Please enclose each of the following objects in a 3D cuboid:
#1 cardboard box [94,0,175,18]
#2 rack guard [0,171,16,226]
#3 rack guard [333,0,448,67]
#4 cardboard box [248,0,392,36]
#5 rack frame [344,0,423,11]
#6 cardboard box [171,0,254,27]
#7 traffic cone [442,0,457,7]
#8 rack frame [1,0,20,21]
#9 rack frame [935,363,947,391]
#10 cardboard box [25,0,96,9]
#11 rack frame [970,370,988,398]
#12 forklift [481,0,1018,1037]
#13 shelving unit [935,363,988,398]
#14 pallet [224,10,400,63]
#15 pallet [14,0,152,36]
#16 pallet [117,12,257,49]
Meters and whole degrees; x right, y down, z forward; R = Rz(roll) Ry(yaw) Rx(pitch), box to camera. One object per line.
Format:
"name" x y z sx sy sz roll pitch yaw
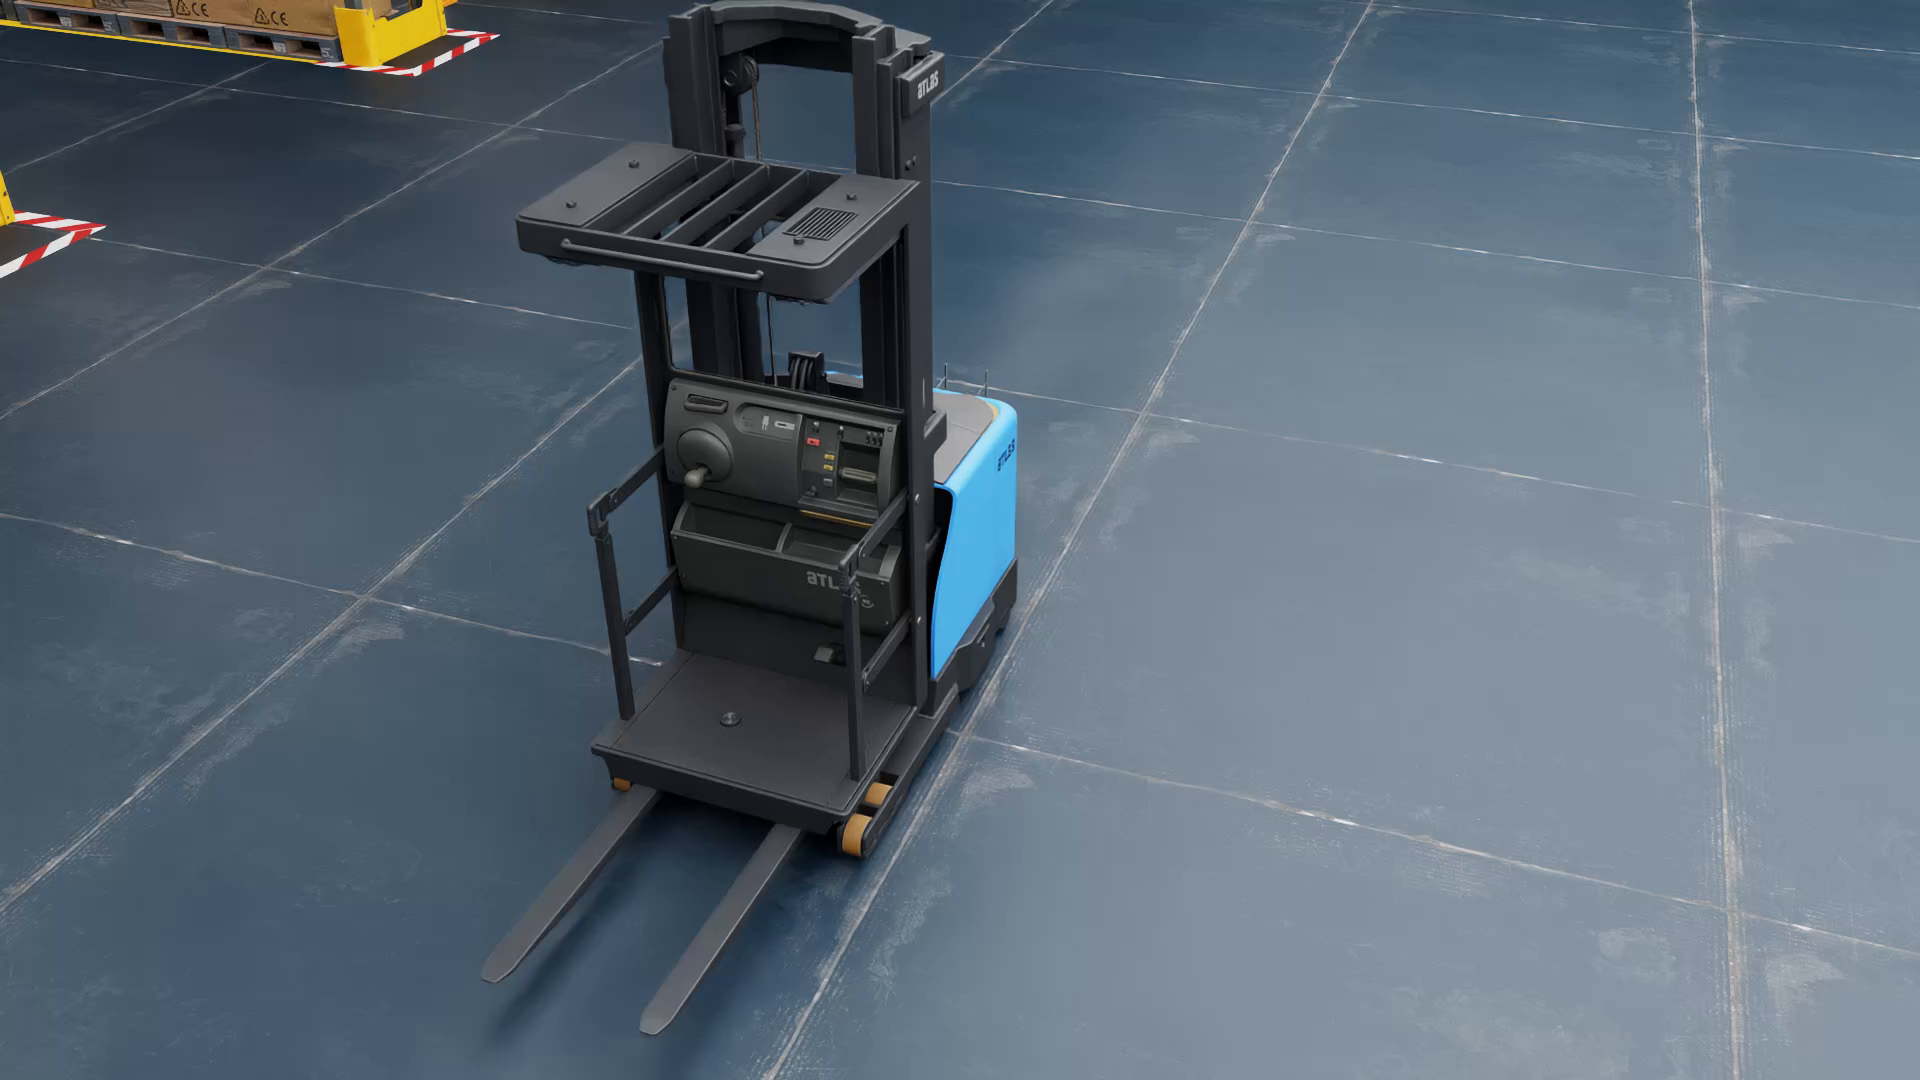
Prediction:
"cardboard box" -7.523 -5.474 15.535 0.875 0.875 0.875 11 35 17
"rack guard" -7.016 -2.222 11.230 0.348 0.500 1.175 11 34 16
"rack guard" -5.153 -4.718 15.096 0.348 0.500 1.175 11 34 16
"cardboard box" -5.837 -5.146 15.027 0.875 0.875 0.875 11 35 17
"rack frame" -5.176 -5.772 14.425 0.127 3.000 1.000 11 34 16
"cardboard box" -6.666 -5.306 15.275 0.875 0.875 0.875 10 34 16
"traffic cone" -5.197 -5.529 16.387 0.334 0.463 0.336 11 34 16
"rack frame" -8.941 -6.504 15.559 0.127 3.000 1.000 11 34 16
"rack frame" -0.103 -0.398 8.037 0.006 0.900 0.240 11 34 16
"cardboard box" -8.373 -5.637 15.787 0.875 0.875 0.875 12 35 17
"rack frame" 0.088 -0.361 7.979 0.006 0.900 0.240 11 34 16
"forklift" -0.746 -0.275 5.974 1.130 2.935 3.031 12 35 18
"shelving unit" -0.008 -0.380 8.008 0.210 0.900 0.258 11 34 16
"pallet" -5.955 -4.707 15.346 1.213 0.211 1.003 11 34 16
"pallet" -8.252 -5.154 16.038 1.213 0.211 1.003 11 34 16
"pallet" -7.100 -4.931 15.693 1.213 0.211 1.003 11 34 16
